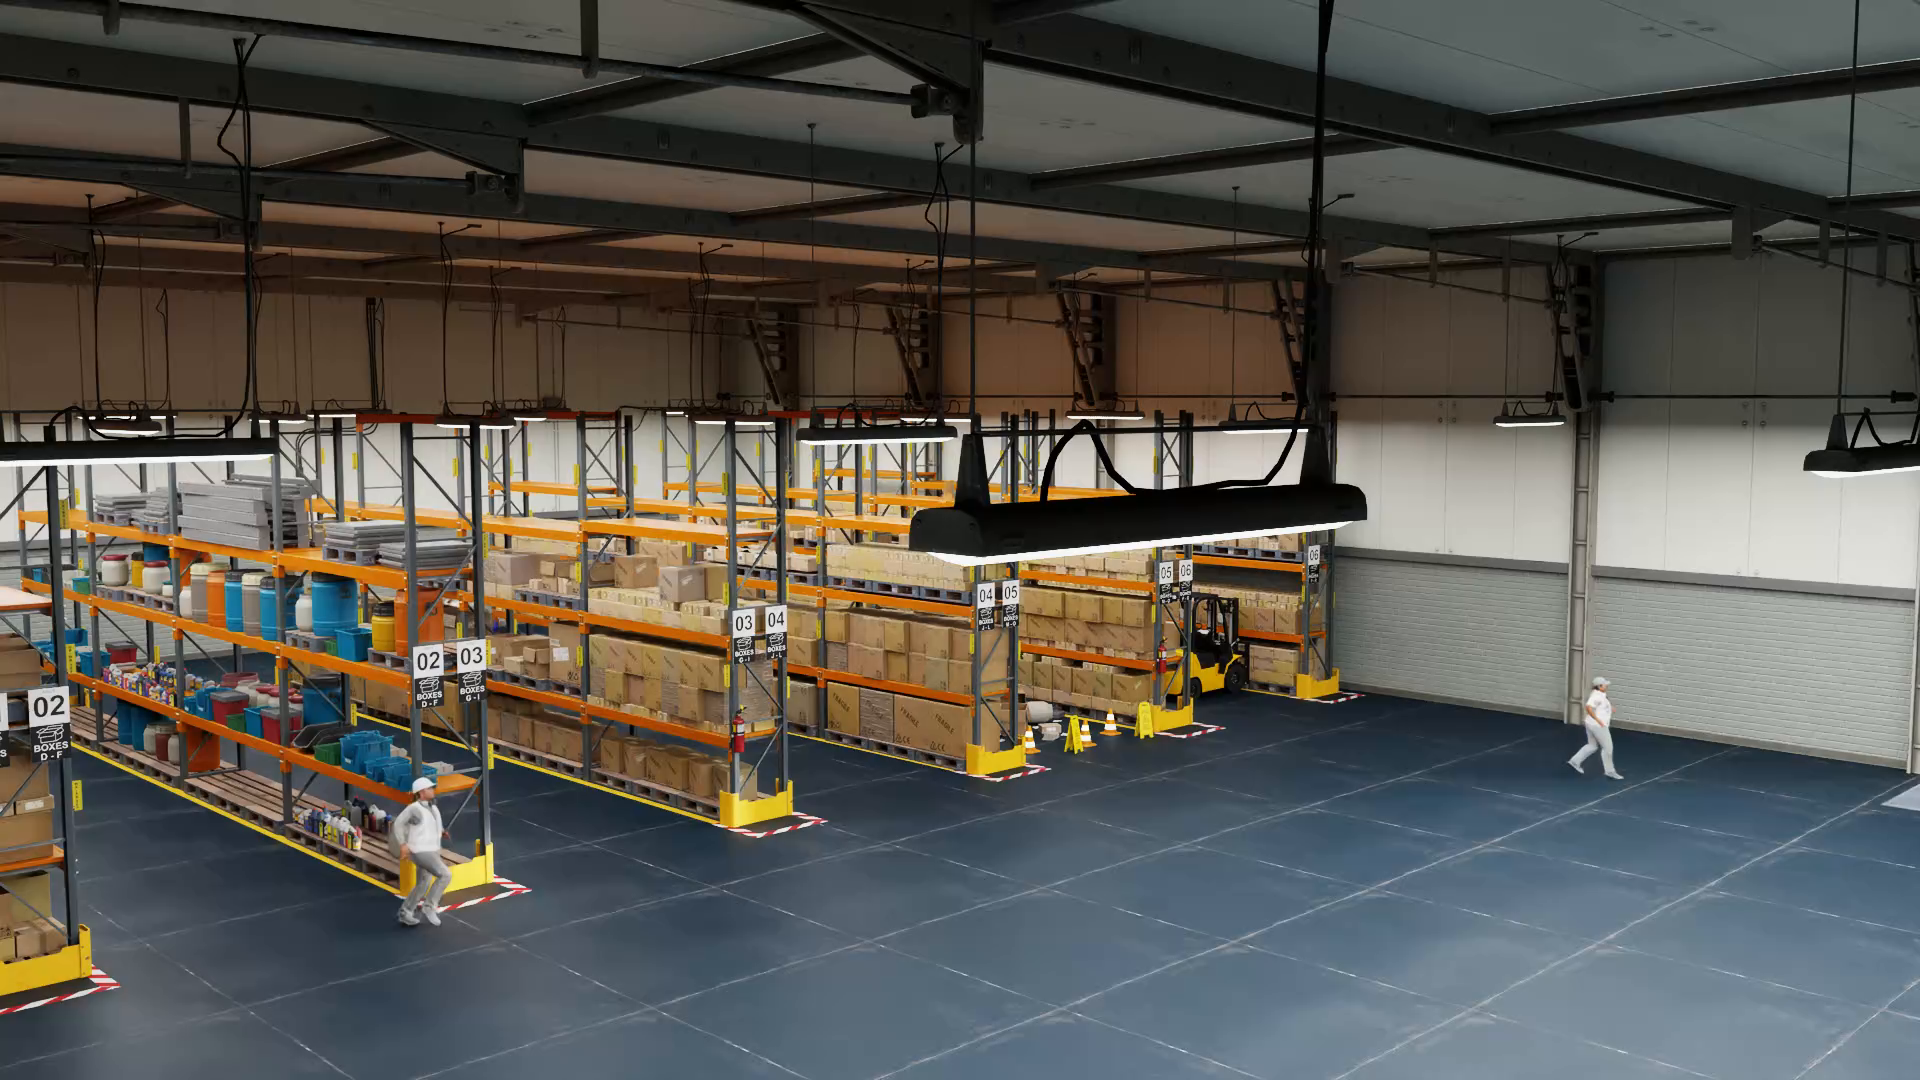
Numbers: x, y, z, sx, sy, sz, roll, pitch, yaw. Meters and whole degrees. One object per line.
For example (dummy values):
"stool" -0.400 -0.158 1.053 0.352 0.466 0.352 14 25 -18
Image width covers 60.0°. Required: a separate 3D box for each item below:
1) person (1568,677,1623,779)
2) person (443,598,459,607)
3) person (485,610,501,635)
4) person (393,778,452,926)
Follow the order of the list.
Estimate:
"person" 10.545 3.097 27.515 0.850 1.676 0.601 1 5 10
"person" -12.080 2.067 39.461 0.769 1.727 0.886 2 5 22
"person" -10.406 2.341 36.753 0.585 1.623 0.583 -4 6 -37
"person" -6.390 3.716 19.960 0.680 1.710 0.644 0 5 4
